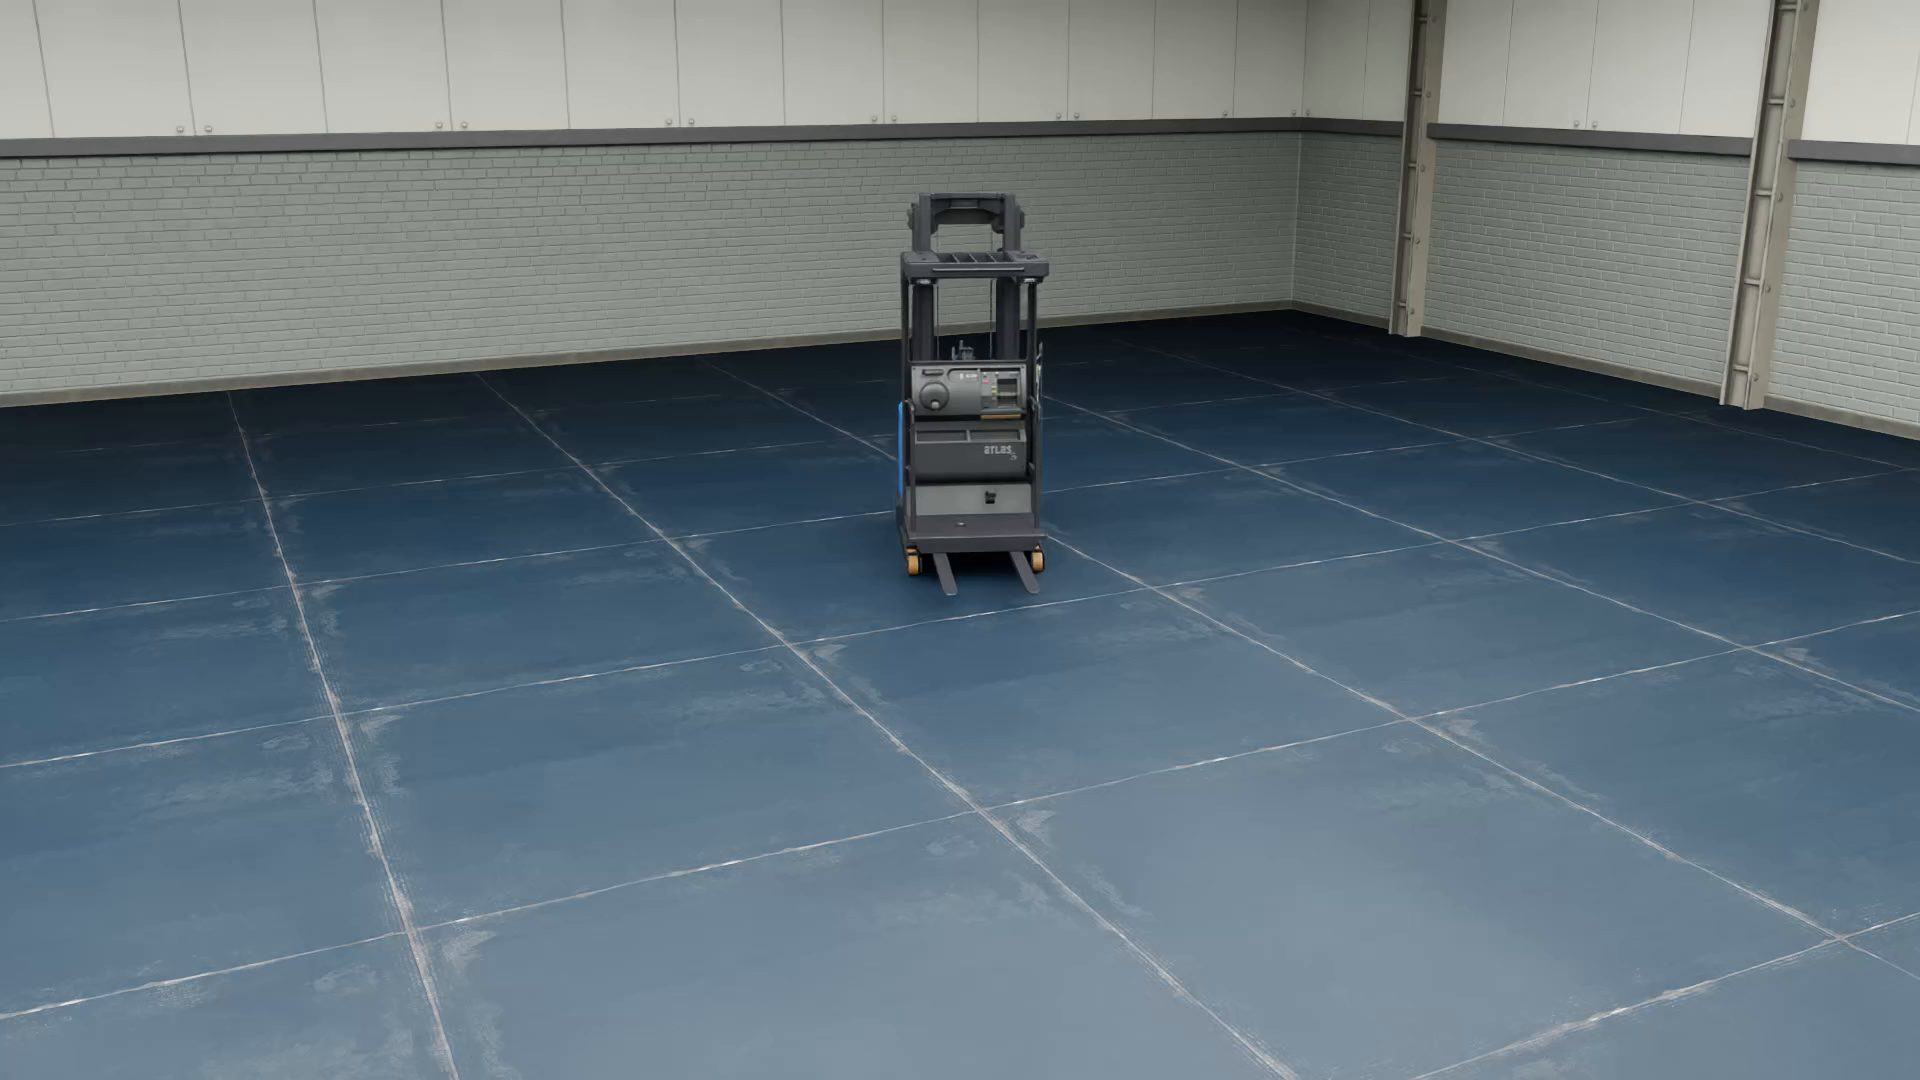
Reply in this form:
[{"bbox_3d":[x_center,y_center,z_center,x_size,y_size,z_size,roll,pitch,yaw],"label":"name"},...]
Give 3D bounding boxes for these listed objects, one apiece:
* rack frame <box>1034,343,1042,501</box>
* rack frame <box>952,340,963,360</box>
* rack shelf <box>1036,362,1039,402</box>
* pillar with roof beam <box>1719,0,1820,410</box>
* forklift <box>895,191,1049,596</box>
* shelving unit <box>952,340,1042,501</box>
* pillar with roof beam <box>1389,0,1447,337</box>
[{"bbox_3d":[0.694,-1.009,15.045,0.023,1.500,0.400,3,16,11],"label":"rack frame"},{"bbox_3d":[-0.025,-1.048,15.180,0.023,1.500,0.400,3,16,11],"label":"rack frame"},{"bbox_3d":[0.335,-1.403,15.005,0.720,0.370,0.431,3,16,11],"label":"rack shelf"},{"bbox_3d":[5.453,-5.406,16.774,9.100,9.000,0.400,-8,18,-25],"label":"pillar with roof beam"},{"bbox_3d":[0.096,-1.220,13.190,1.130,2.935,3.031,-2,16,-5],"label":"forklift"},{"bbox_3d":[0.335,-1.028,15.112,0.755,1.500,0.431,3,16,11],"label":"shelving unit"},{"bbox_3d":[2.824,-6.894,21.958,9.100,9.000,0.400,-8,18,-25],"label":"pillar with roof beam"}]
